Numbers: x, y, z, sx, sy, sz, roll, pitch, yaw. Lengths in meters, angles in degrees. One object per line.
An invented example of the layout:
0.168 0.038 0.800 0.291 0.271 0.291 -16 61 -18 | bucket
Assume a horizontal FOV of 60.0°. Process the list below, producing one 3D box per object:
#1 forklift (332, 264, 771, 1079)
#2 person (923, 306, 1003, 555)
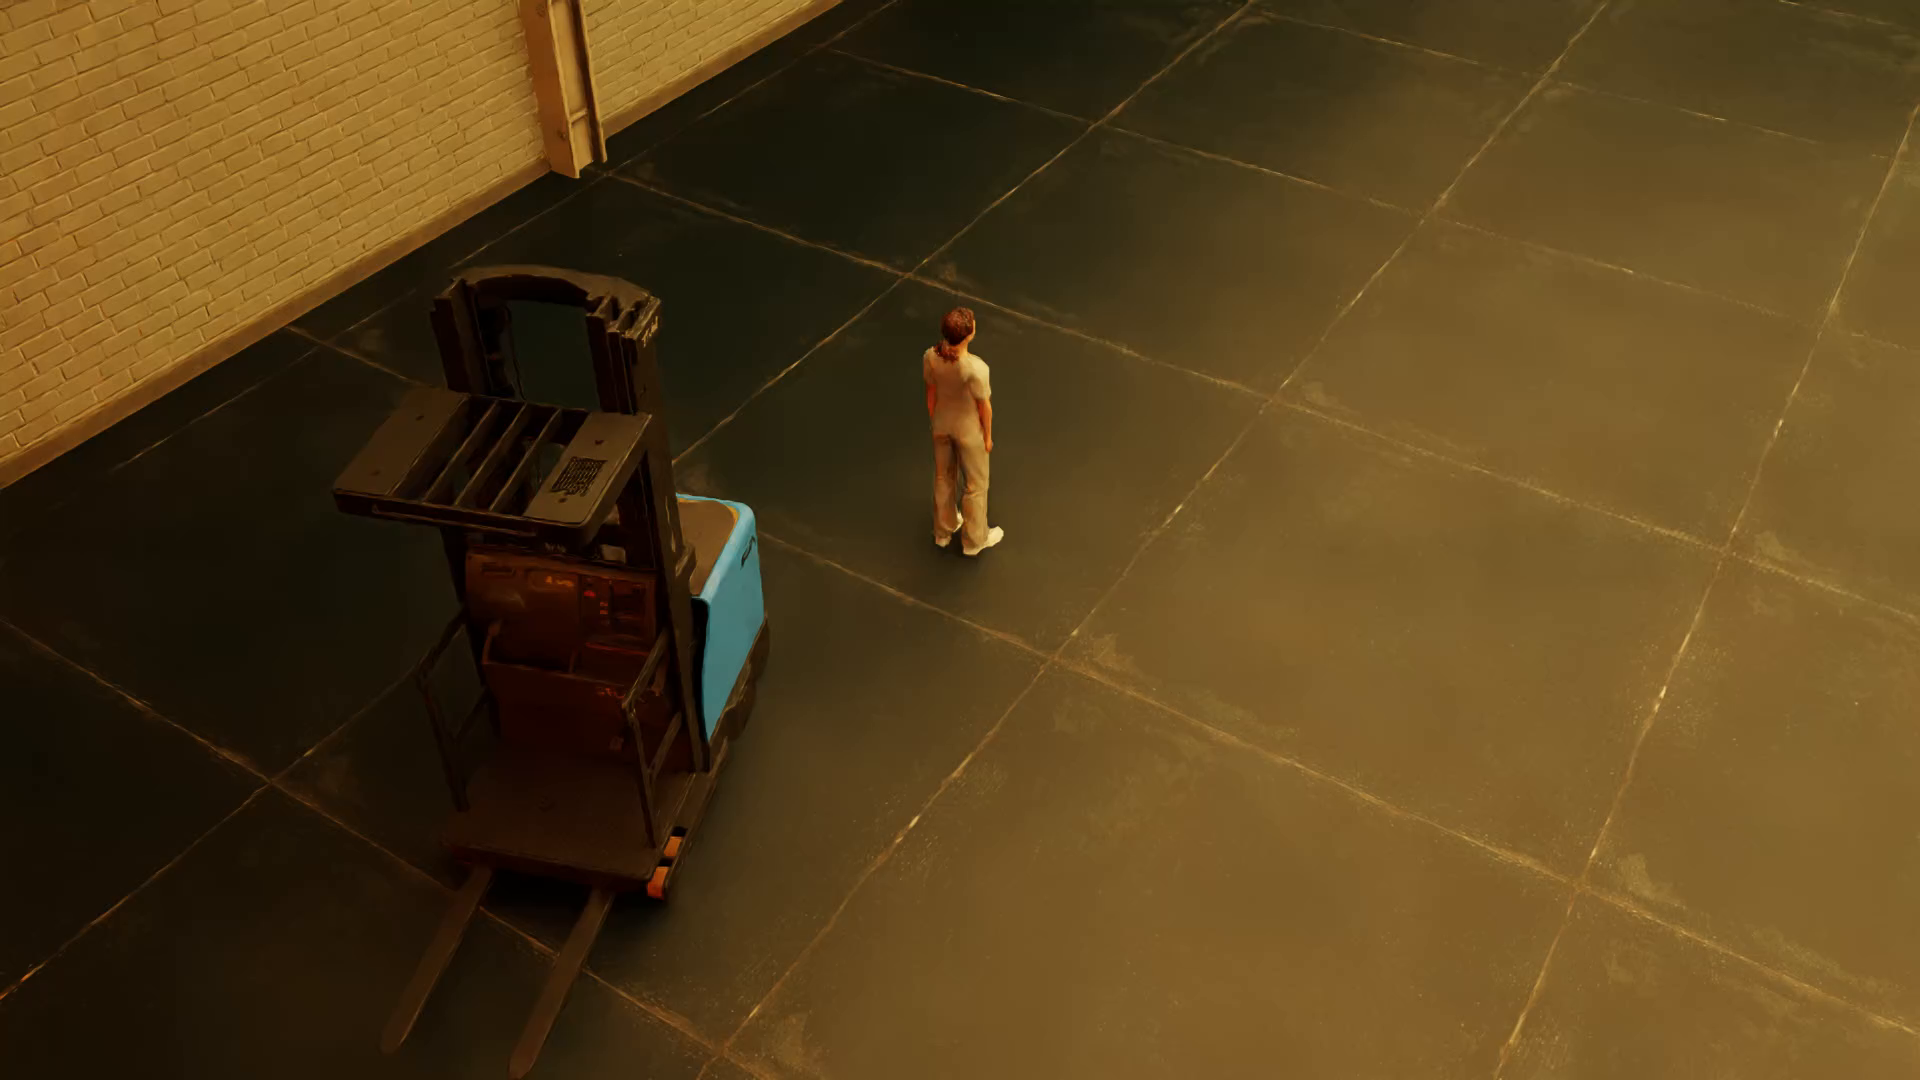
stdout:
-1.890 0.372 7.528 1.130 2.935 3.031 8 41 9 | forklift
0.004 -0.643 9.700 0.432 1.673 0.365 22 45 24 | person
